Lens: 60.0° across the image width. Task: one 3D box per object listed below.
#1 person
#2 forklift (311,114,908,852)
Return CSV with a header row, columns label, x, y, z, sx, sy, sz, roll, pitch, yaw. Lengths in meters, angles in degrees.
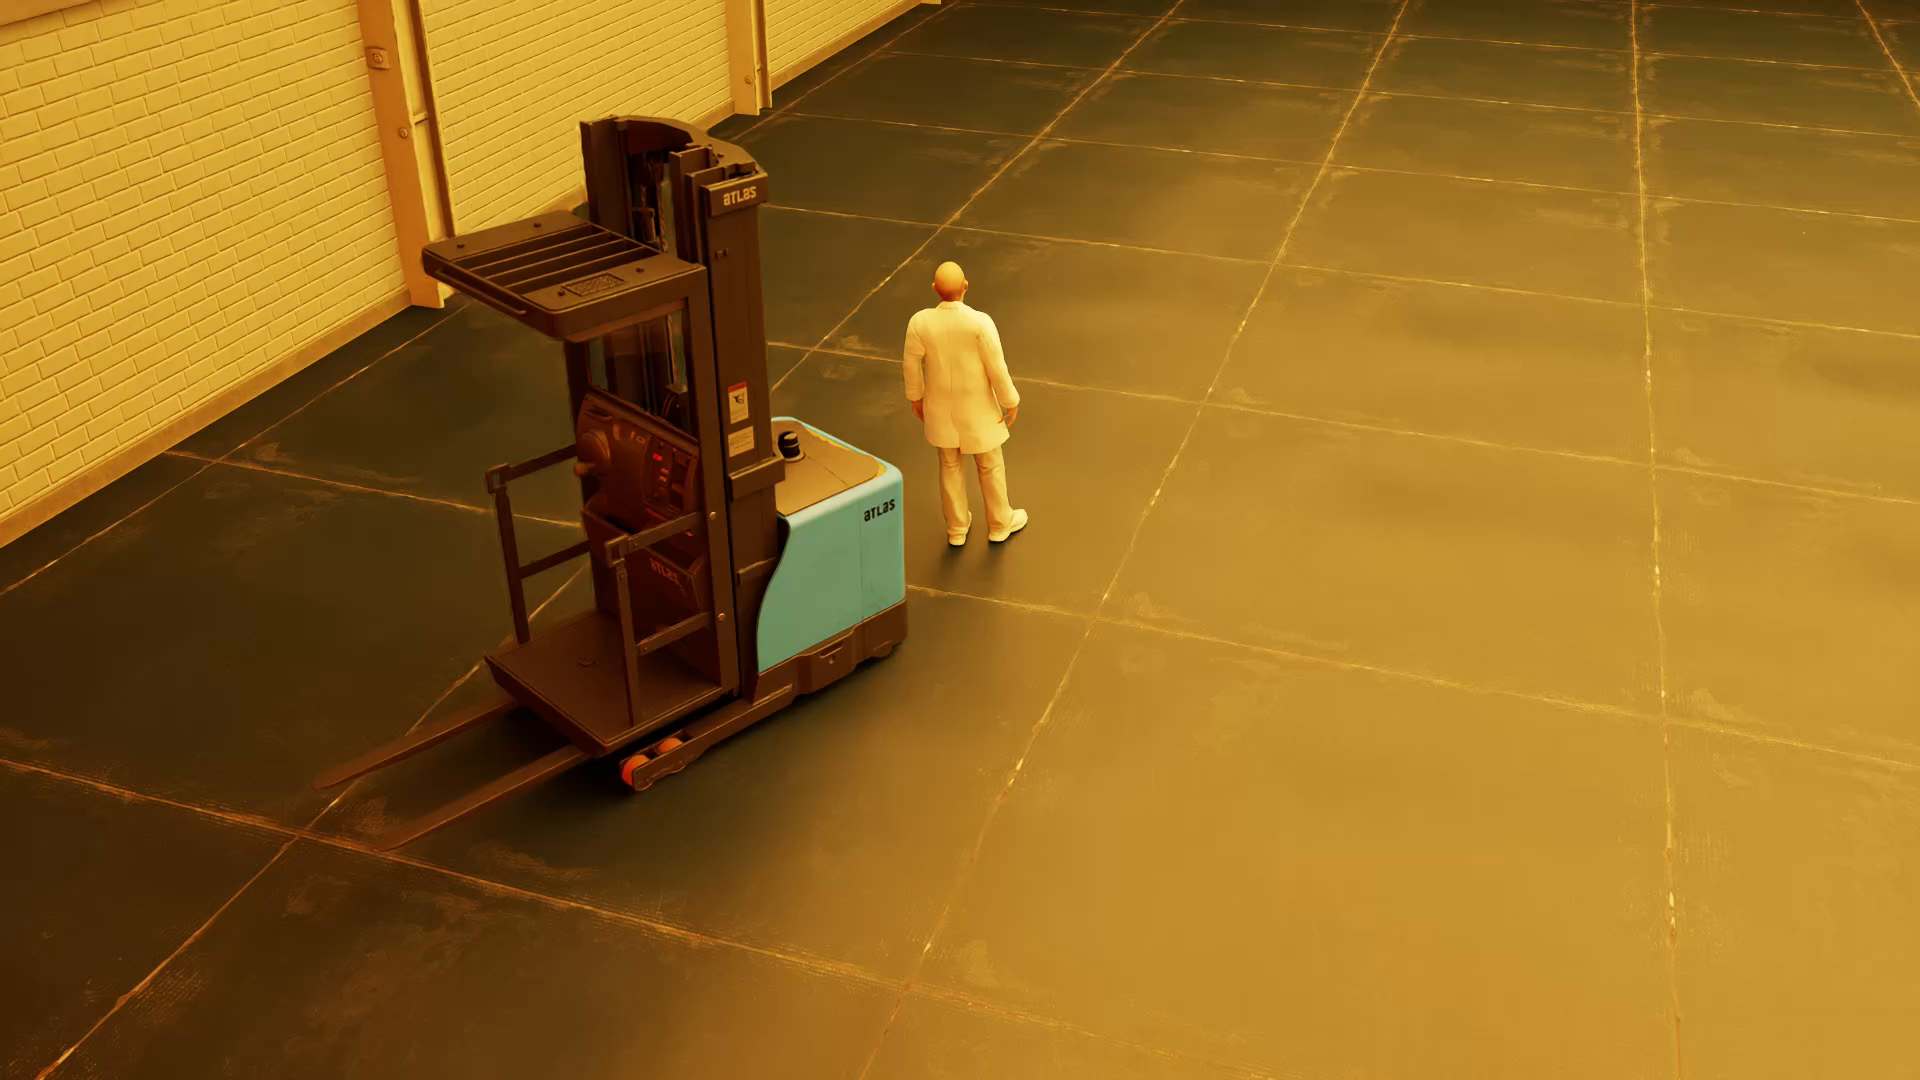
label,x,y,z,sx,sy,sz,roll,pitch,yaw
person,0.033,-0.821,9.725,0.698,1.777,0.580,10,31,16
forklift,-1.684,-0.362,7.772,3.031,2.935,1.130,-26,39,-38
